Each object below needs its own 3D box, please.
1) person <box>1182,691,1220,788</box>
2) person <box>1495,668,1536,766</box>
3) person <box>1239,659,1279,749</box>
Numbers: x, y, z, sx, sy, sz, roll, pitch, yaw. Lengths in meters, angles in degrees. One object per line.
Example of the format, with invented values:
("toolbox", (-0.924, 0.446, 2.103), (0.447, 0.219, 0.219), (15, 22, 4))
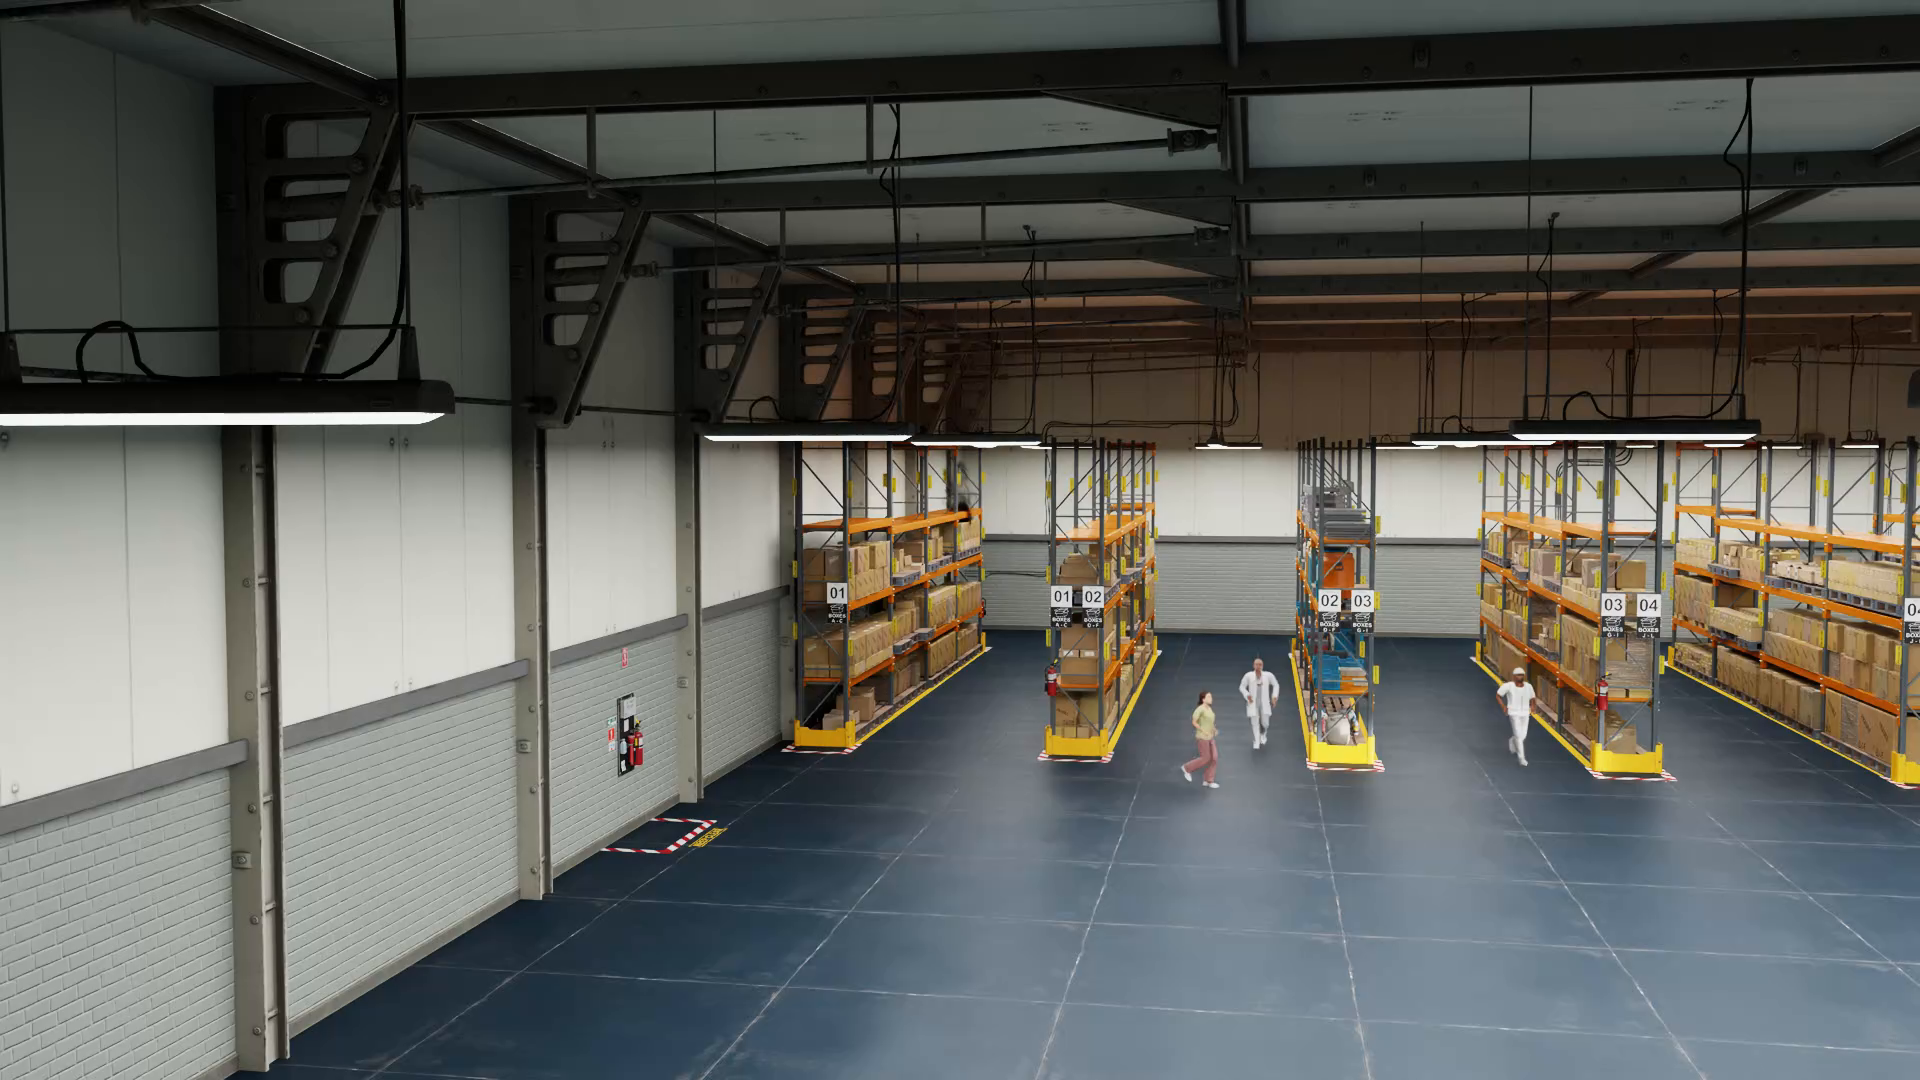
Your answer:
("person", (4.157, 3.397, 28.516), (0.685, 1.655, 0.602), (2, 4, 36))
("person", (10.286, 3.227, 30.674), (0.712, 1.767, 0.924), (0, 3, -5))
("person", (5.758, 3.155, 32.013), (0.759, 1.729, 0.644), (0, 3, 6))
